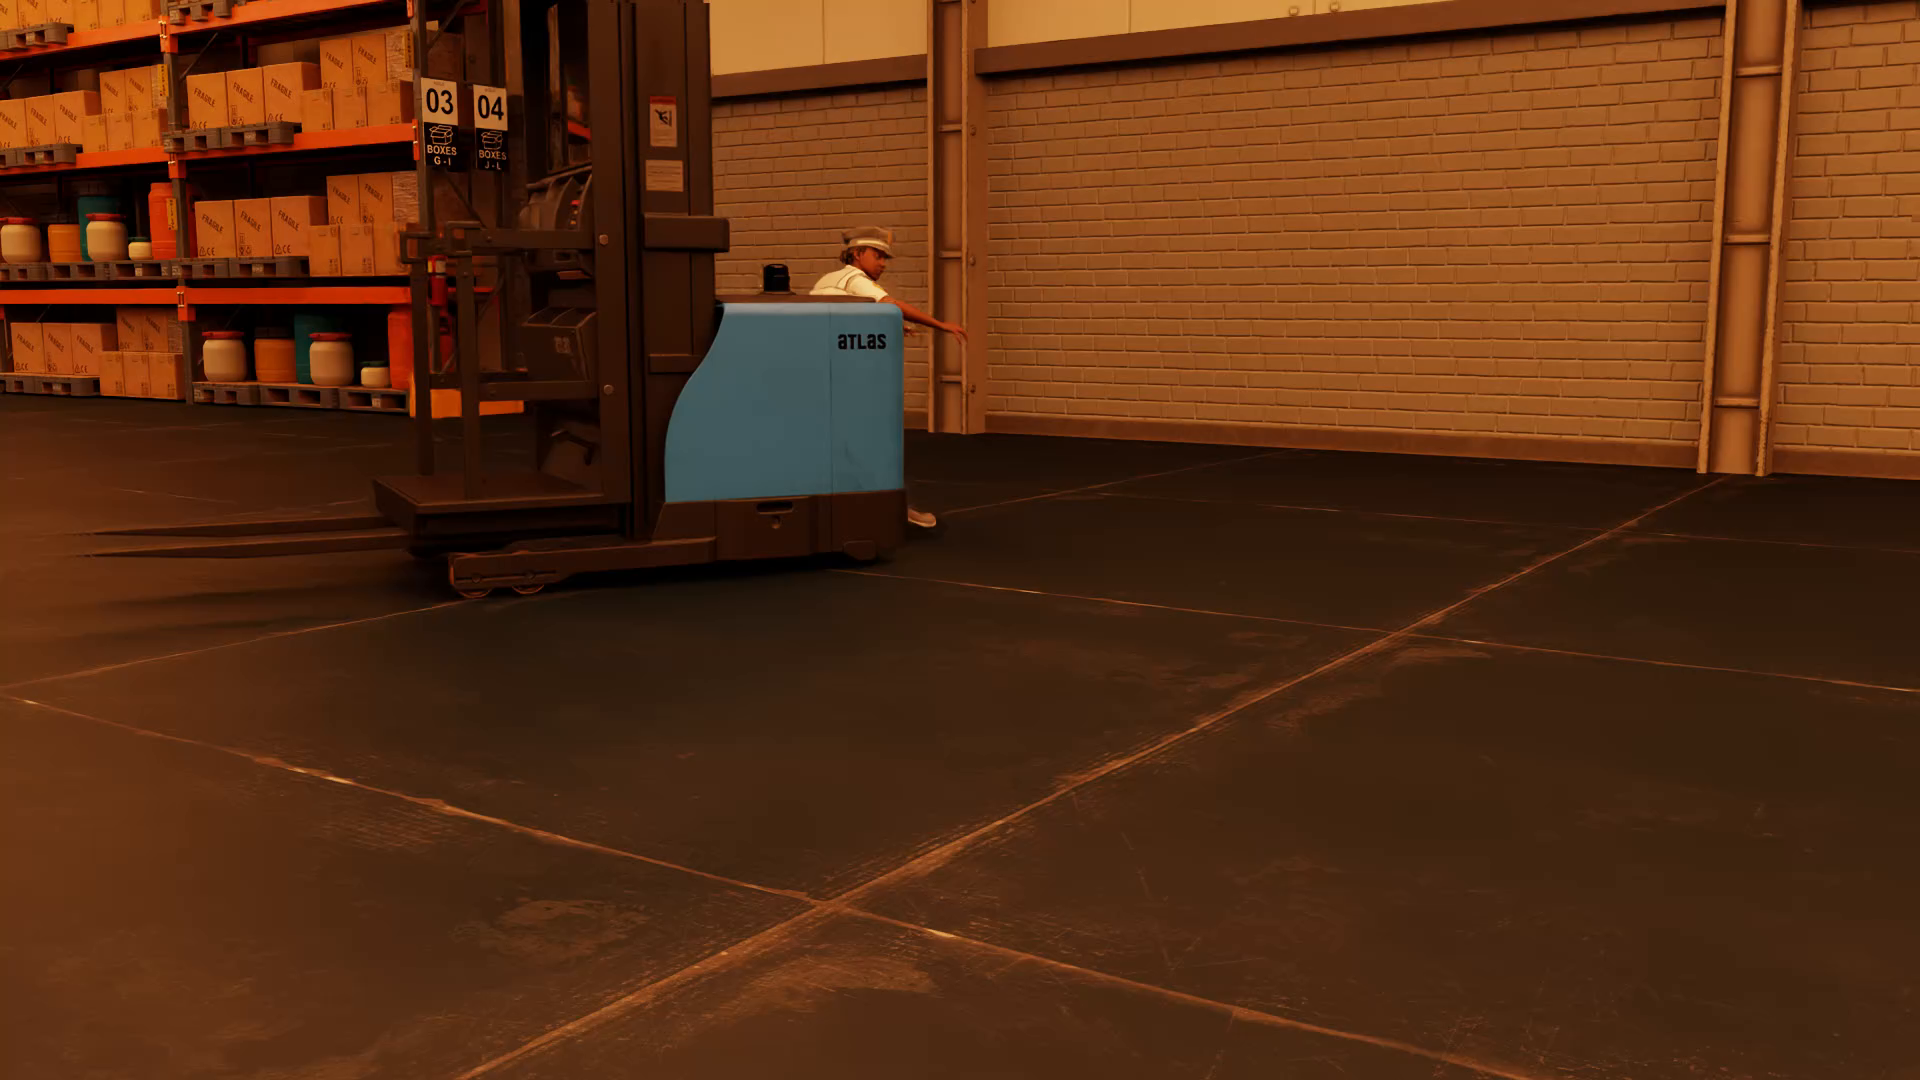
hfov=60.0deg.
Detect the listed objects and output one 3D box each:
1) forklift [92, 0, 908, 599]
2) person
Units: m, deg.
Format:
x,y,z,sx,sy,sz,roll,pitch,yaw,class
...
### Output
x,y,z,sx,sy,sz,roll,pitch,yaw,class
-1.768,-1.321,6.480,3.031,2.935,1.130,-4,9,-27,forklift
-0.332,-0.781,8.061,0.886,1.453,0.972,4,9,26,person
